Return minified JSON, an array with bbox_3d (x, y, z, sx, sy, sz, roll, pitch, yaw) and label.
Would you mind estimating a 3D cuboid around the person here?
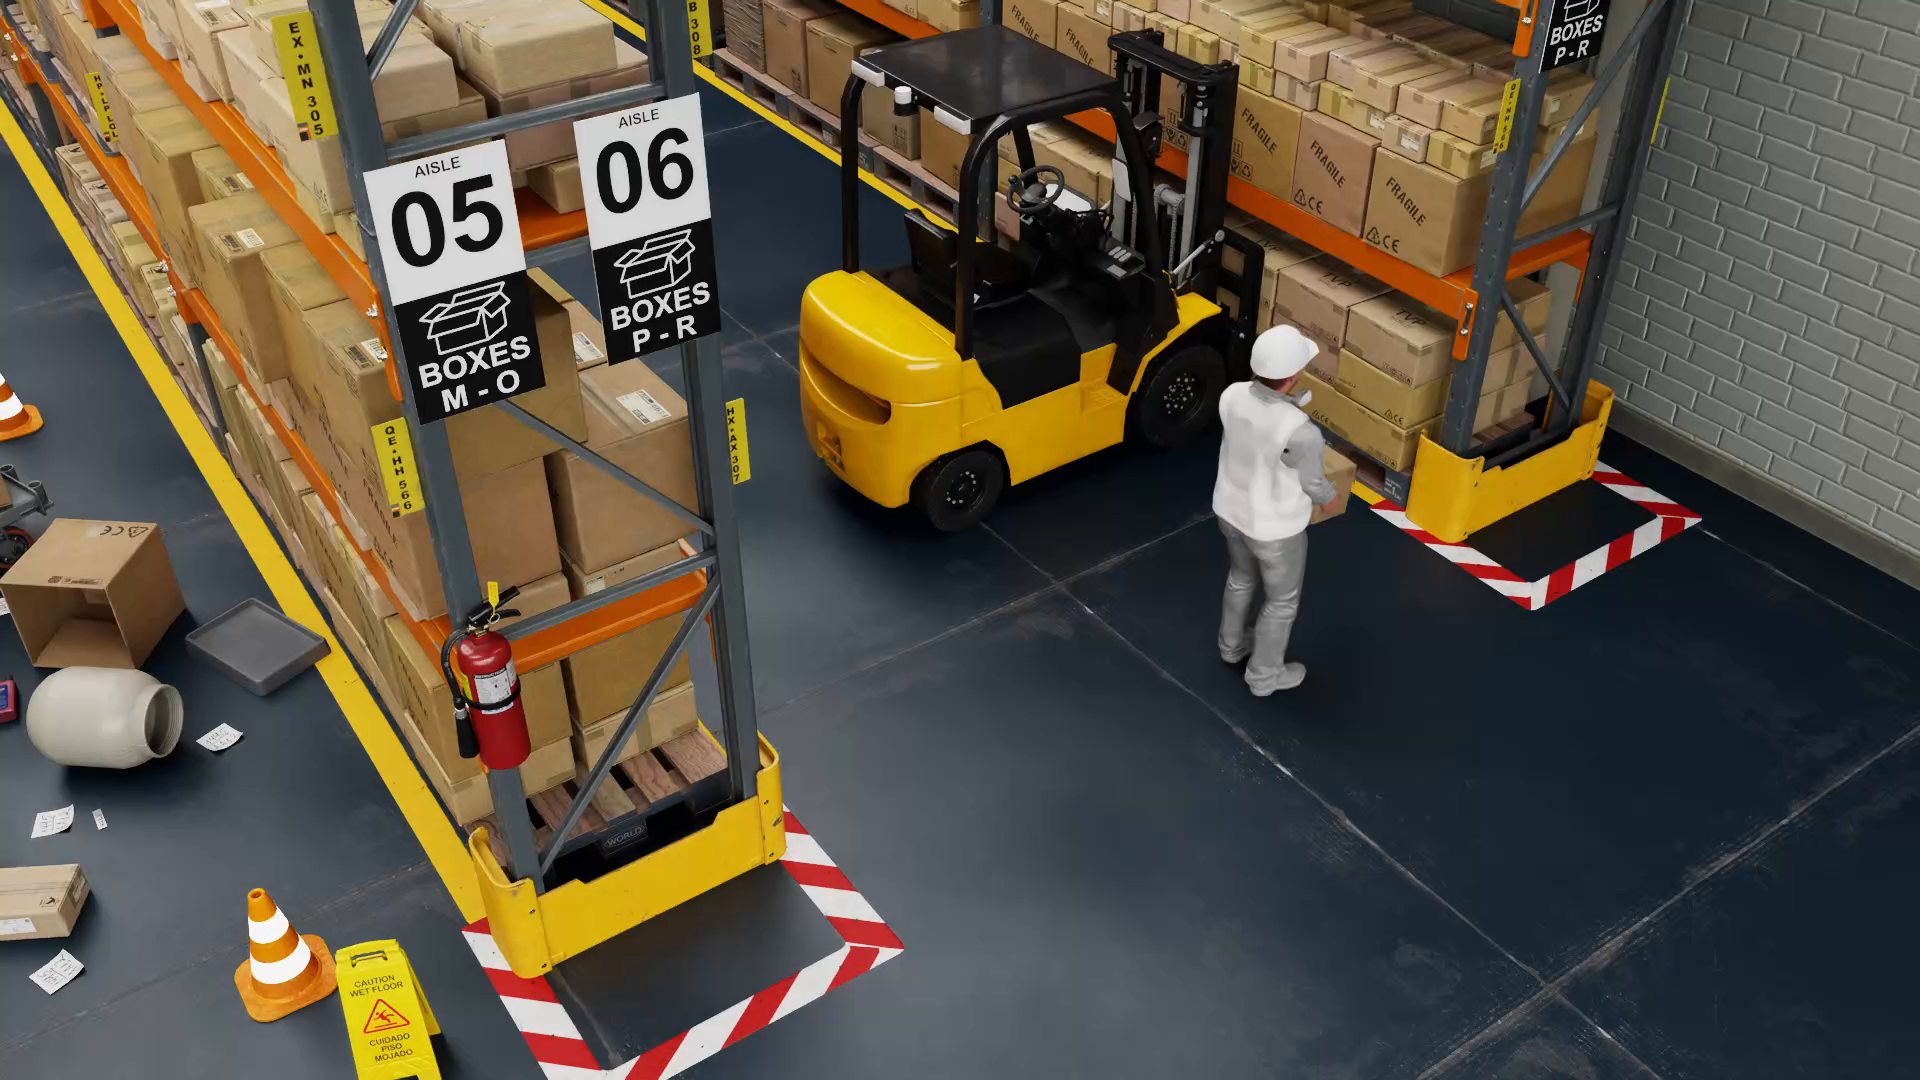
[{"bbox_3d":[1.360,-0.150,7.180,0.522,1.779,0.532,-23,42,-28],"label":"person"}]
